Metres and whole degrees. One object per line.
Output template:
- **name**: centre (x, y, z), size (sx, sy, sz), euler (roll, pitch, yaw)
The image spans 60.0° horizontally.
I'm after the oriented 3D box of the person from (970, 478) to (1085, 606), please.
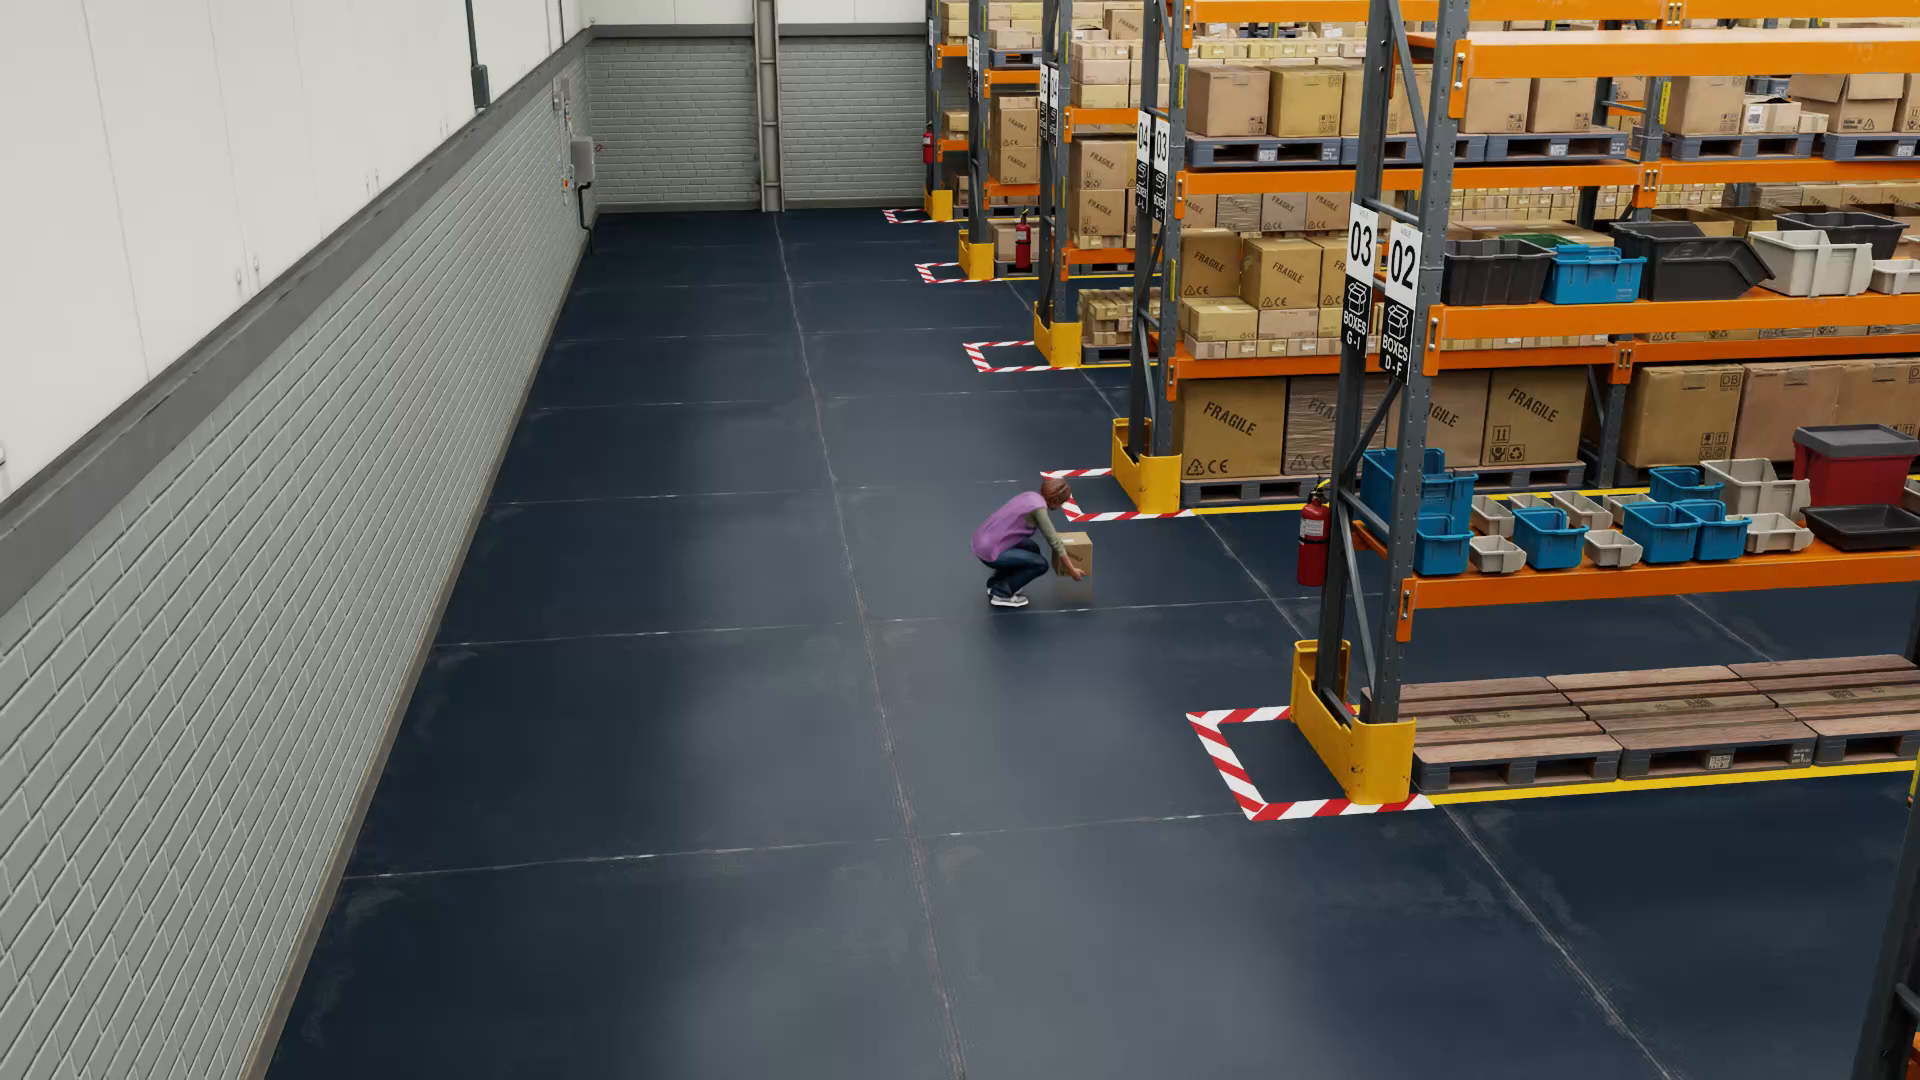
- **person**: centre (0.483, 0.015, 12.082), size (0.832, 0.890, 0.424), euler (-3, 21, -8)
